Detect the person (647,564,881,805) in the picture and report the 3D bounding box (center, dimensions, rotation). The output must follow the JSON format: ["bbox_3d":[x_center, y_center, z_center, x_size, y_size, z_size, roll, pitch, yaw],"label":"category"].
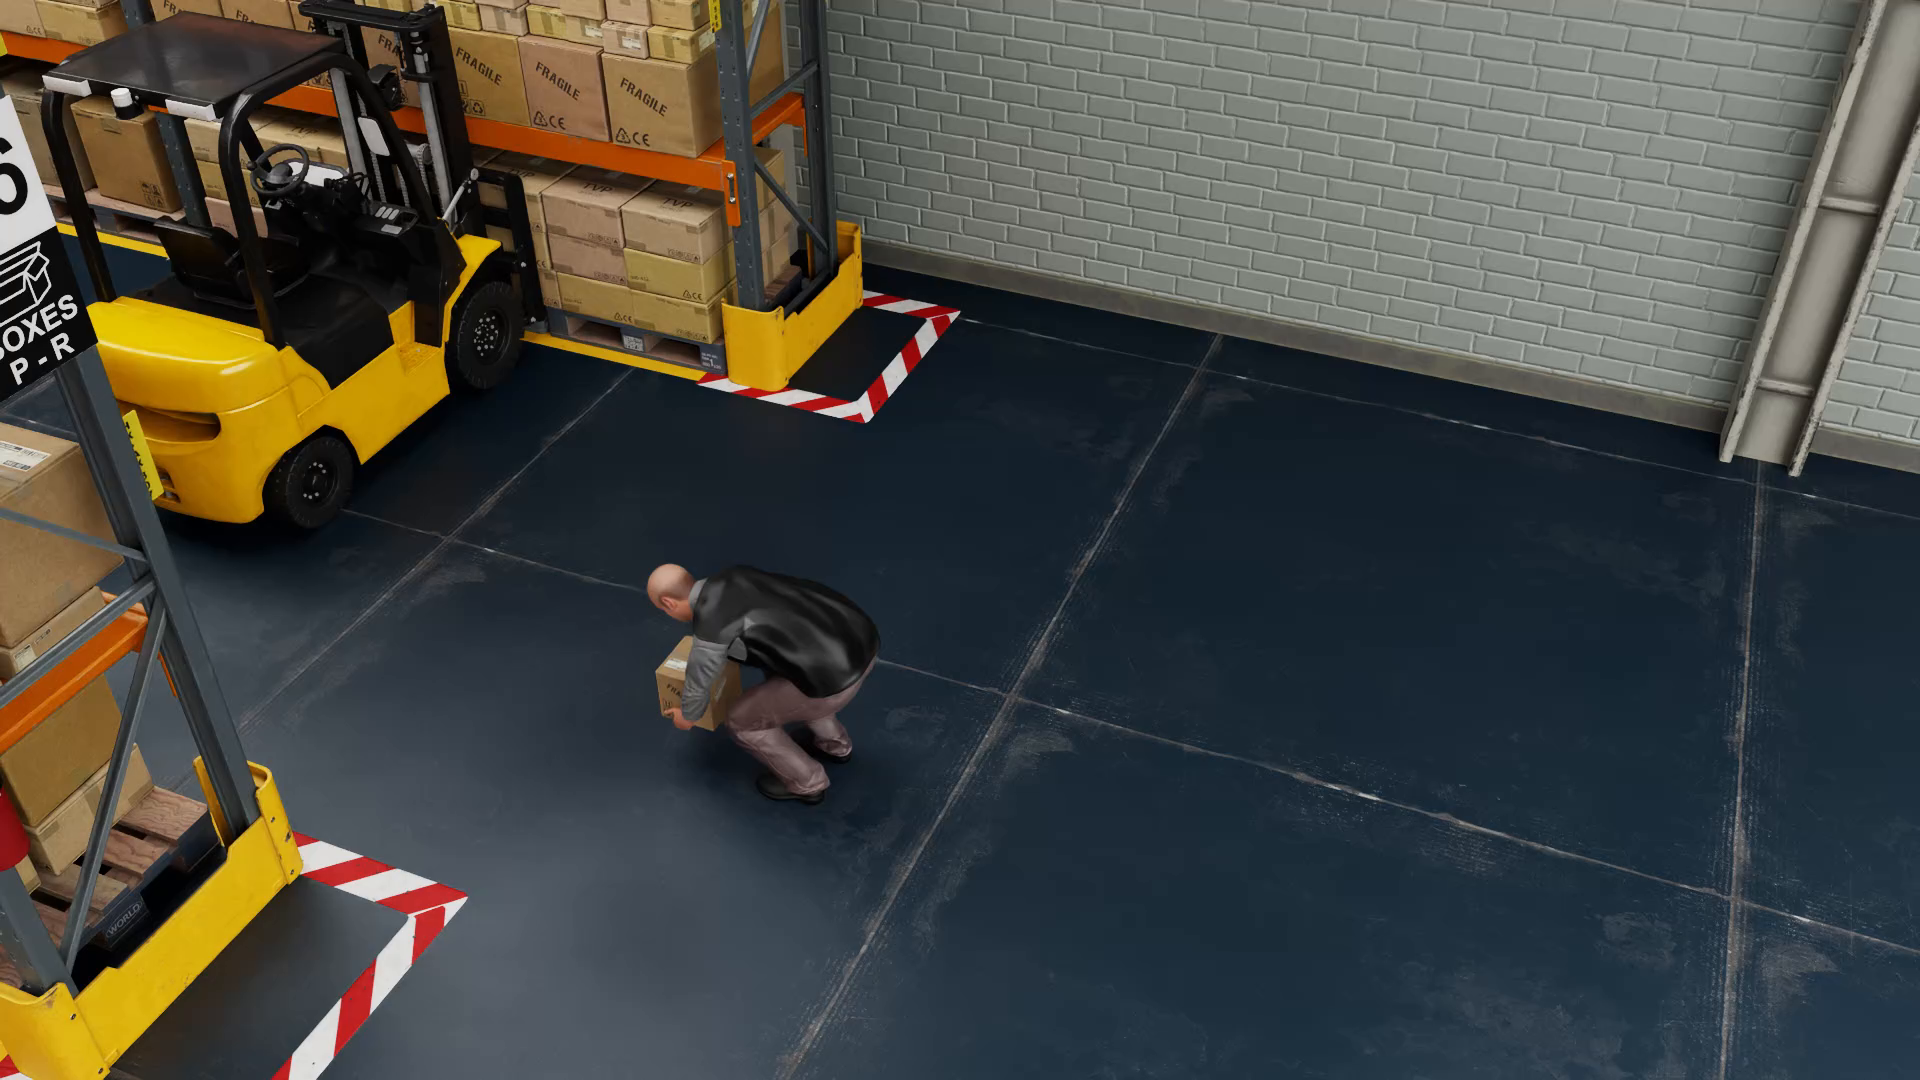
[{"bbox_3d":[-0.788,0.550,6.741,0.939,0.968,0.499,12,39,16],"label":"person"}]
